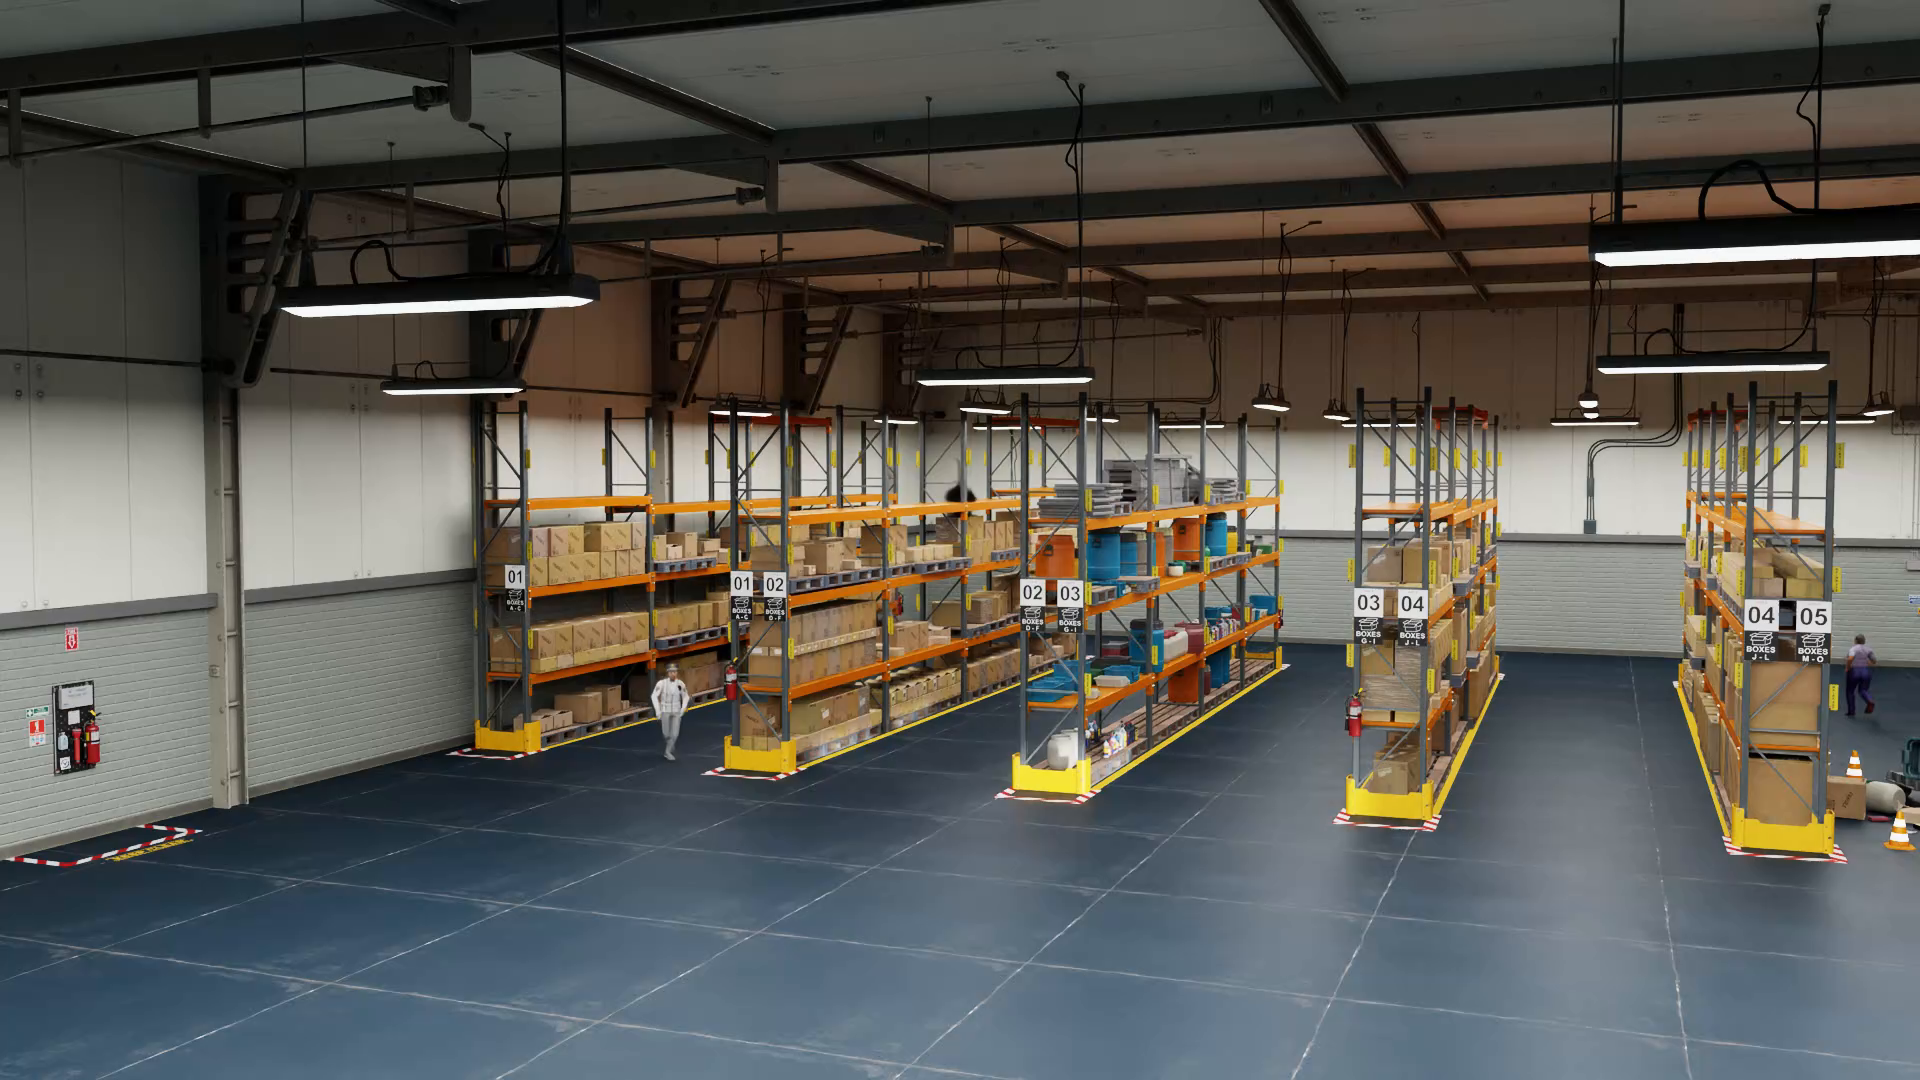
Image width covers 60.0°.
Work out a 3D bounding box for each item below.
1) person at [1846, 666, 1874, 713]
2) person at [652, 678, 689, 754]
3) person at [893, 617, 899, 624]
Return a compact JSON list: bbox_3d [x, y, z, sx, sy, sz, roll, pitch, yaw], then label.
[{"bbox_3d":[17.369,2.901,32.089,0.412,0.936,0.669,0,3,5],"label":"person"},{"bbox_3d":[-4.810,2.932,27.658,0.625,1.322,0.466,-1,3,-15],"label":"person"},{"bbox_3d":[-1.428,2.073,35.813,0.454,0.803,0.604,1,3,15],"label":"person"}]
